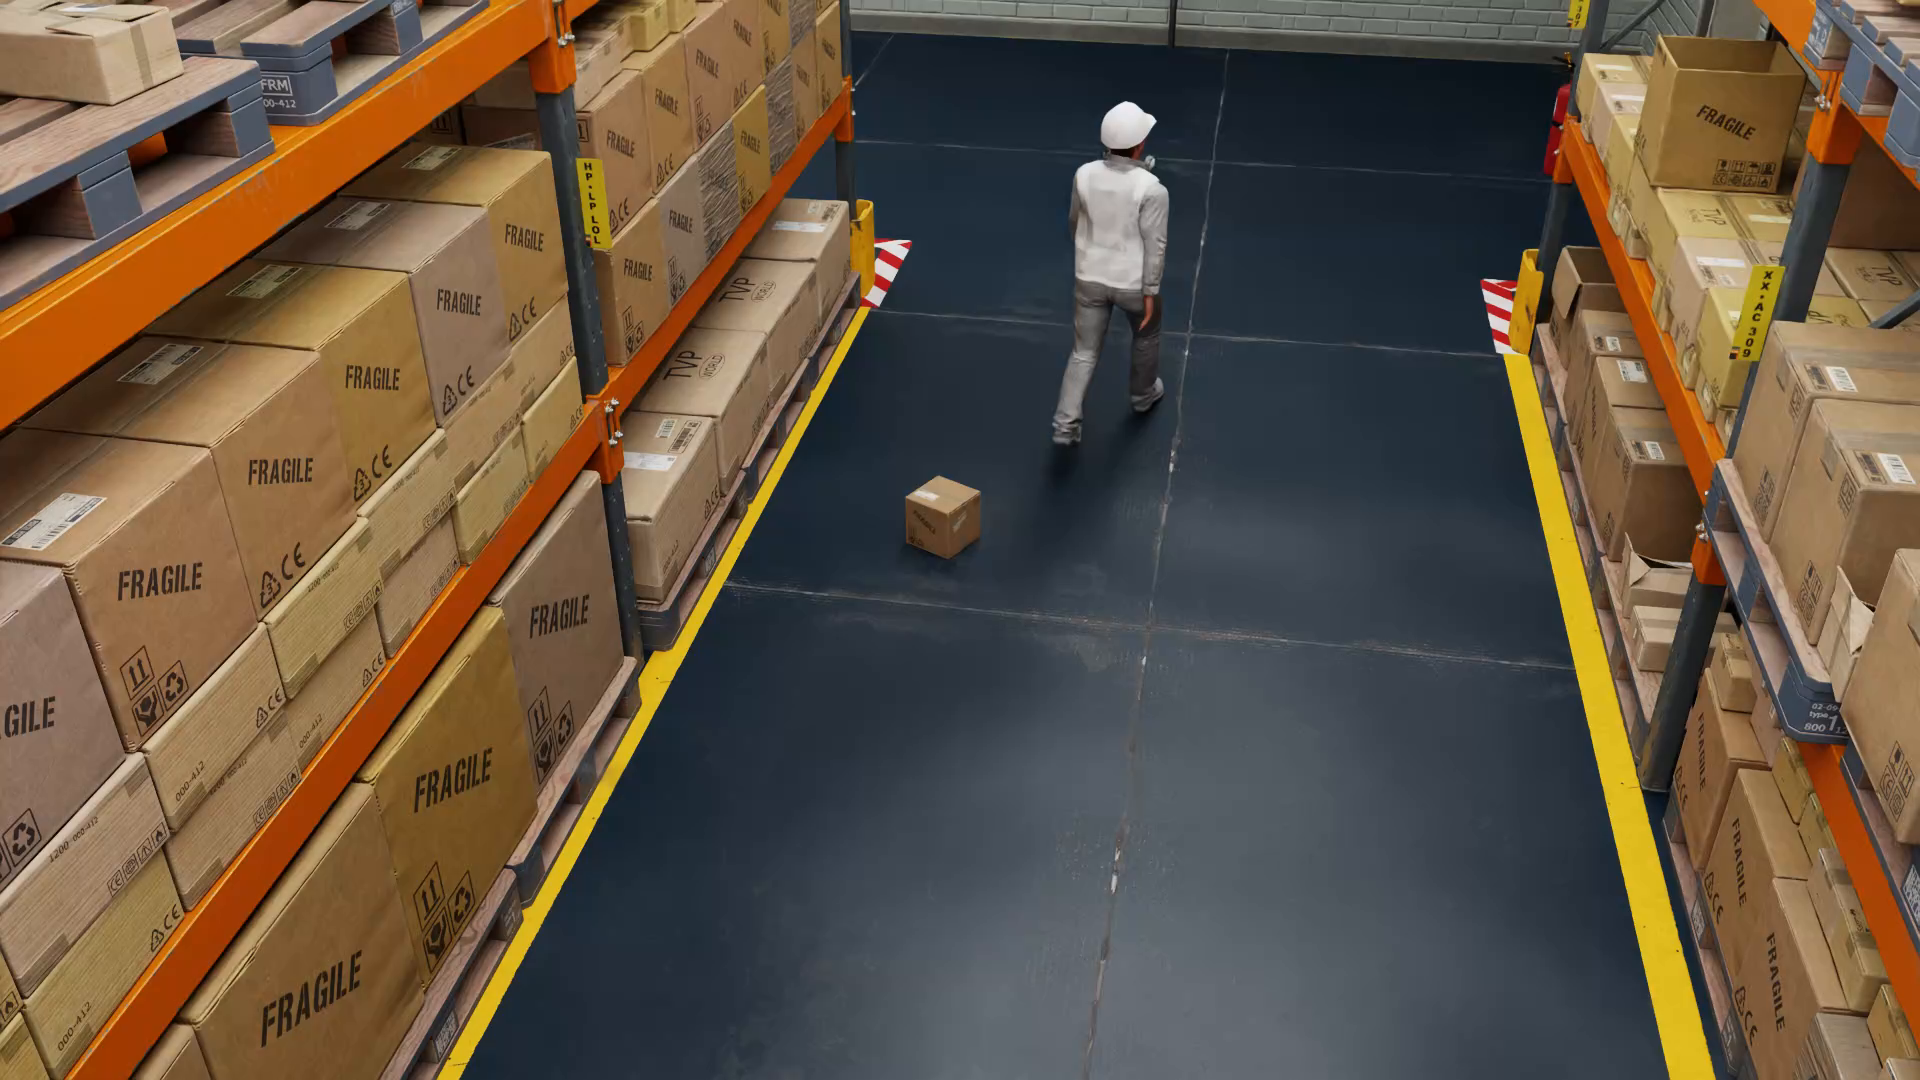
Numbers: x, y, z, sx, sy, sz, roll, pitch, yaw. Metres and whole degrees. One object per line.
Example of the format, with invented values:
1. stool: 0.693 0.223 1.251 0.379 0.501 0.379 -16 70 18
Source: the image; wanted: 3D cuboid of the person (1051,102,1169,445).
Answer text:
1. person: 0.773 -1.314 8.207 0.550 1.727 1.039 13 35 20
